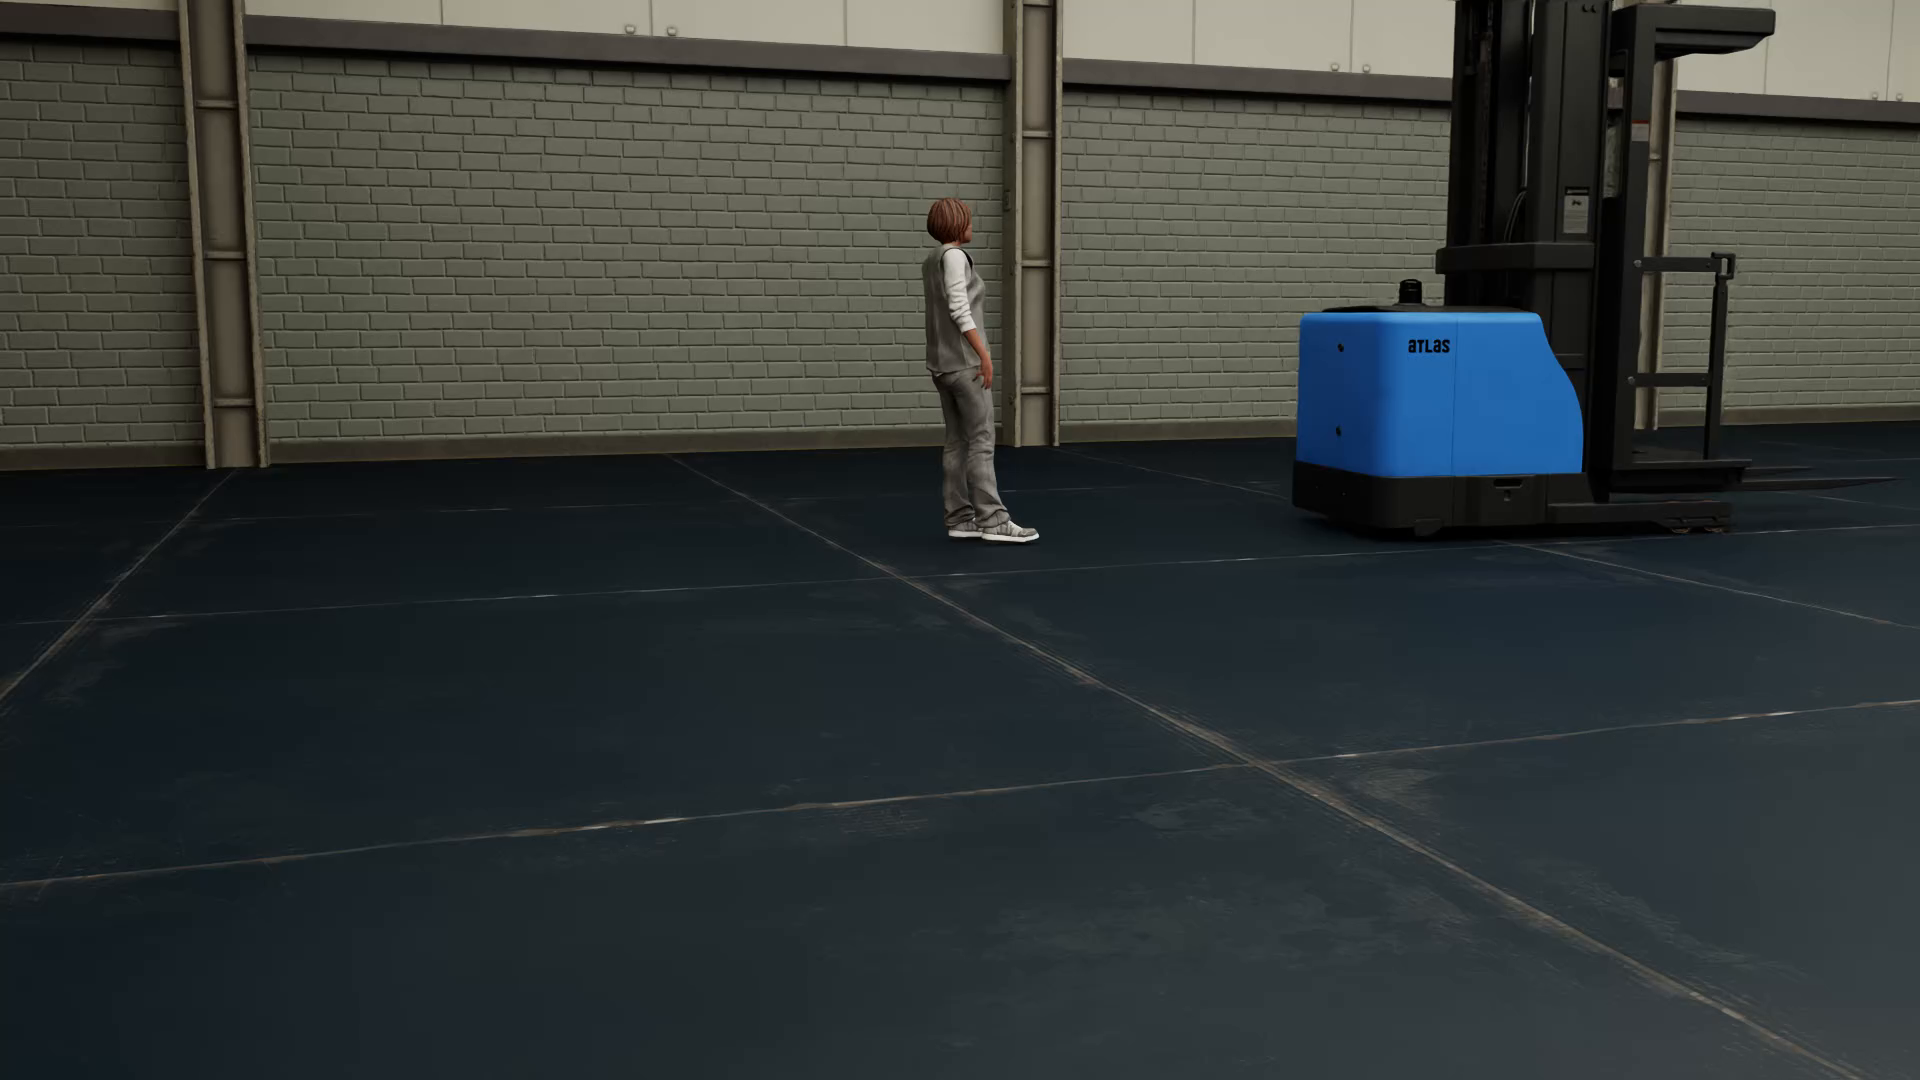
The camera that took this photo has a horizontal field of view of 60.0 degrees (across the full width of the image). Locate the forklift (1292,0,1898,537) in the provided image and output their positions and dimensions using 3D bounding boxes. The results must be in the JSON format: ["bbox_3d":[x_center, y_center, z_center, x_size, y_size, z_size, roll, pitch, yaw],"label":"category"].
[{"bbox_3d":[3.312,-1.548,8.426,3.031,2.935,1.130,-2,8,-13],"label":"forklift"}]

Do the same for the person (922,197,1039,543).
[{"bbox_3d":[0.075,-0.797,7.826,0.473,1.592,0.520,-3,8,-18],"label":"person"}]
